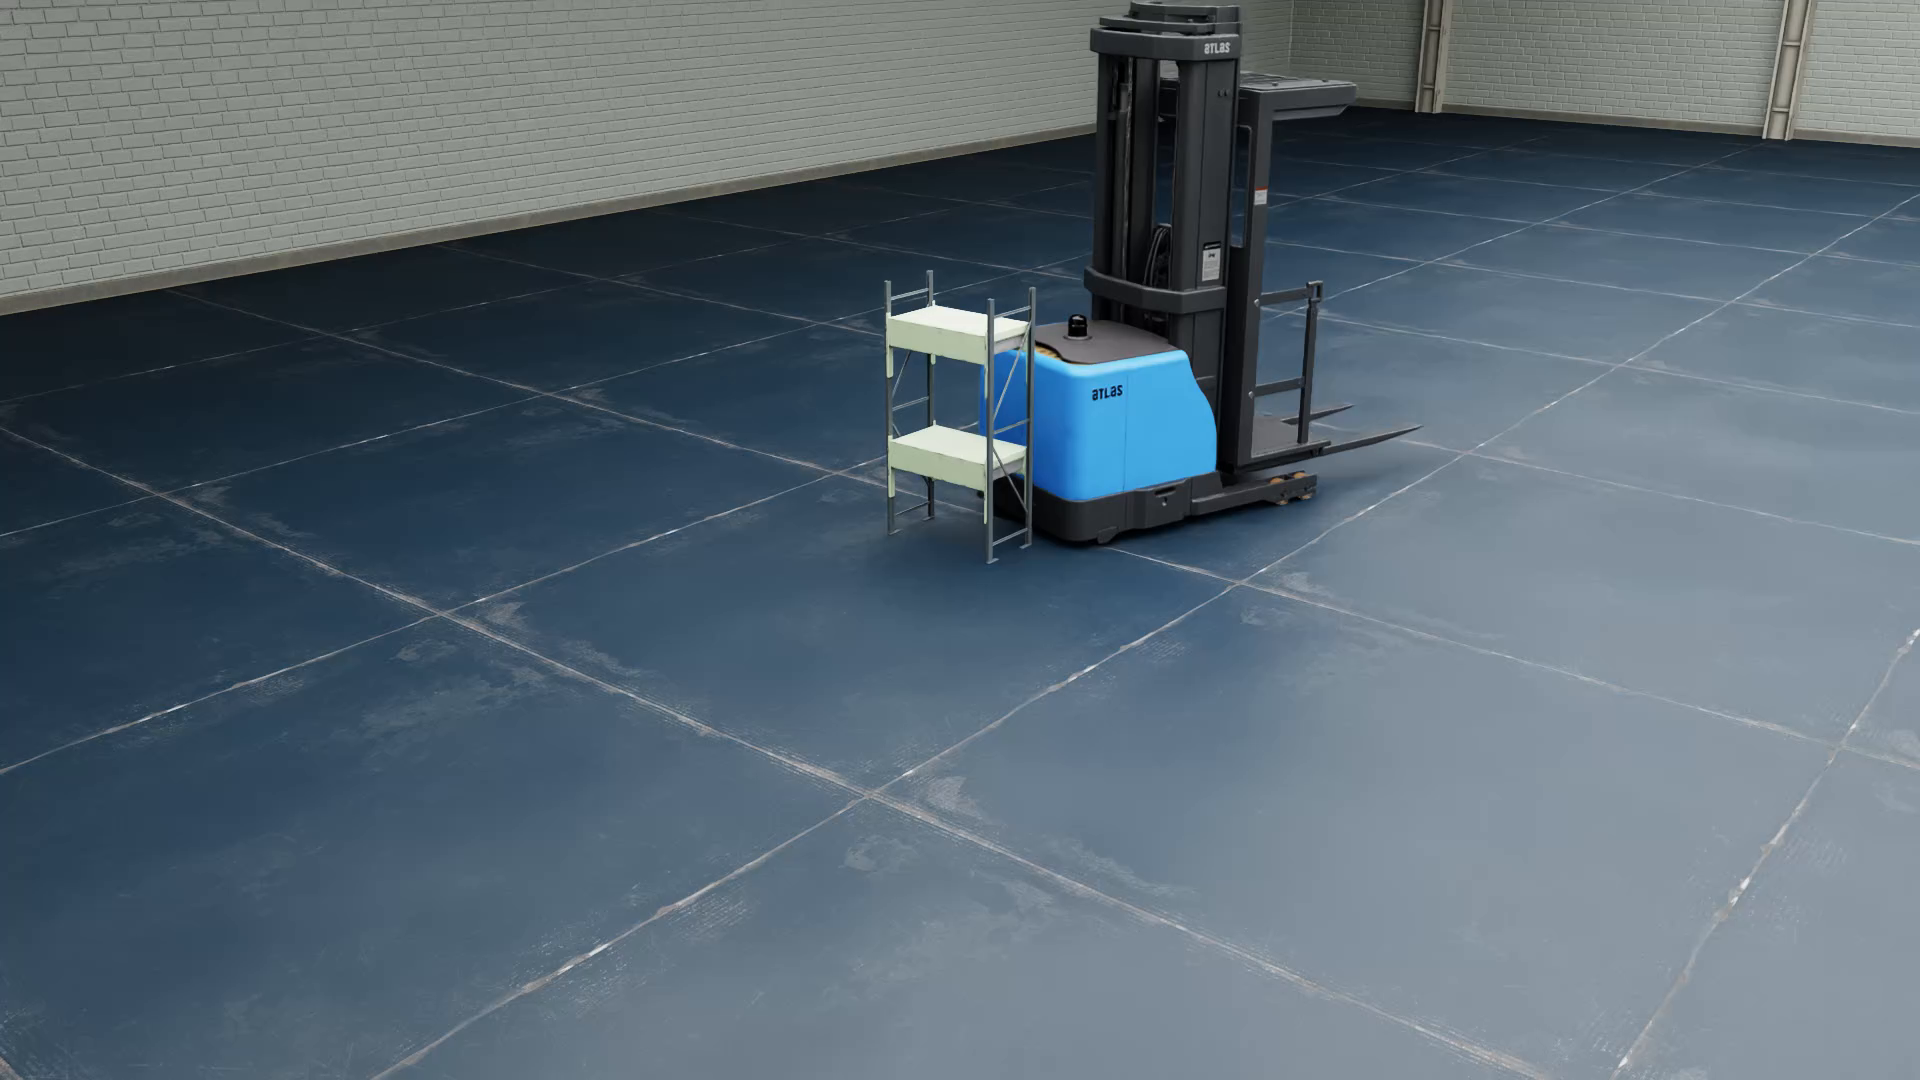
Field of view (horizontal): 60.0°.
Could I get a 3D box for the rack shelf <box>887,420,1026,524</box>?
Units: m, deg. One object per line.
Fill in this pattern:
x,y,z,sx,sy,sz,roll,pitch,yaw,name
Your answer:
-0.005,-0.398,9.523,0.720,0.370,0.431,16,26,36,rack shelf

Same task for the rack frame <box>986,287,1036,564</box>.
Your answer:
0.278,-0.622,9.191,0.023,1.500,0.400,16,26,36,rack frame

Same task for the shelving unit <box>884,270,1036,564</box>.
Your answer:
-0.005,-0.703,9.407,0.755,1.500,0.431,16,26,36,shelving unit

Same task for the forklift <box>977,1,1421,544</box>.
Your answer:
1.616,-1.728,10.096,3.031,2.935,1.130,-13,24,-31,forklift

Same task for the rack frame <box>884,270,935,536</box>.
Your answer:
-0.289,-0.785,9.624,0.023,1.500,0.400,16,26,36,rack frame

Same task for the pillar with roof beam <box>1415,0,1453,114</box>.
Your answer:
5.853,-10.870,25.741,0.400,9.000,9.100,16,26,36,pillar with roof beam

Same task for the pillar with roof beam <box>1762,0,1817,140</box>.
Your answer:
10.501,-9.532,22.191,0.400,9.000,9.100,16,26,36,pillar with roof beam

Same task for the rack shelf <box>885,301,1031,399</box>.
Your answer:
-0.005,-1.068,9.270,0.720,0.370,0.431,16,26,36,rack shelf
